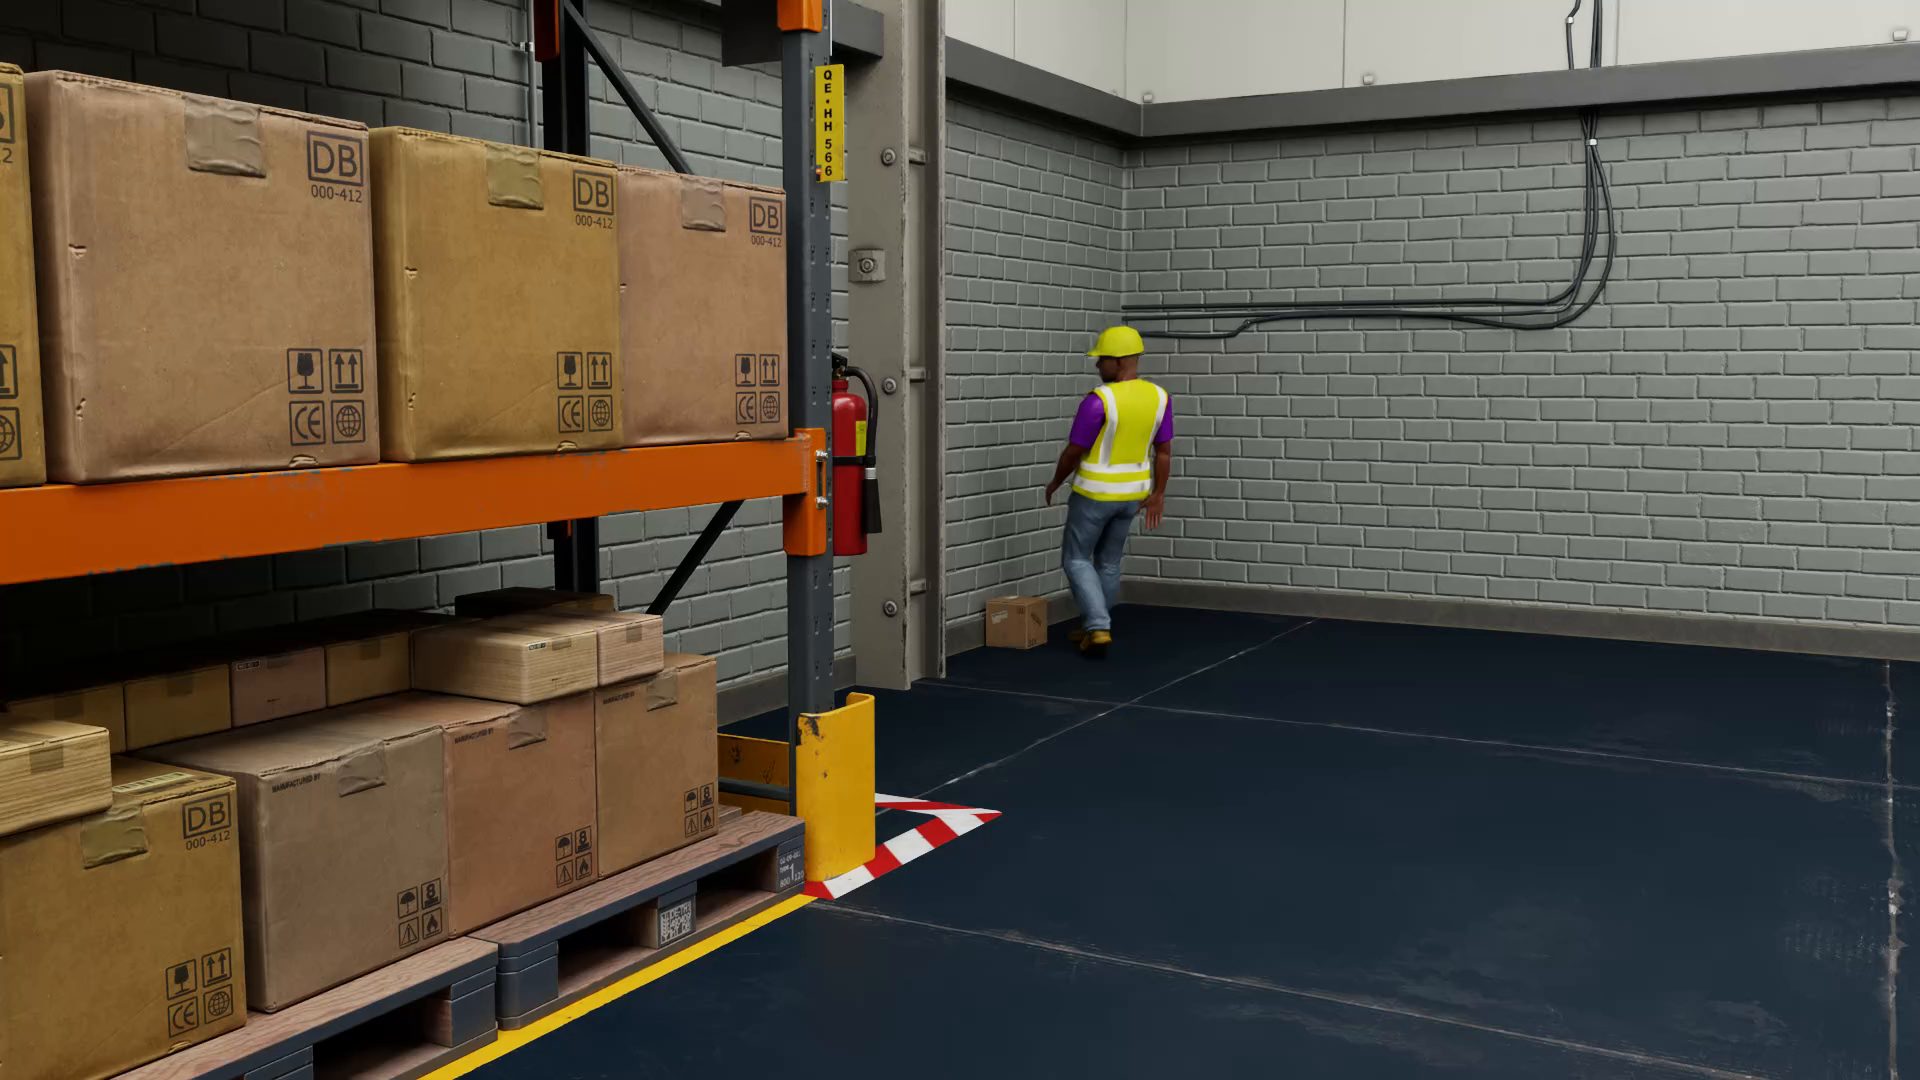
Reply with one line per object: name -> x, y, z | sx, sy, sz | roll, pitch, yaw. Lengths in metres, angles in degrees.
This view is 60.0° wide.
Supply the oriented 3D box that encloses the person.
person -> 0.703, -0.257, 8.775 | 0.598, 1.719, 0.785 | -3, 7, -31
